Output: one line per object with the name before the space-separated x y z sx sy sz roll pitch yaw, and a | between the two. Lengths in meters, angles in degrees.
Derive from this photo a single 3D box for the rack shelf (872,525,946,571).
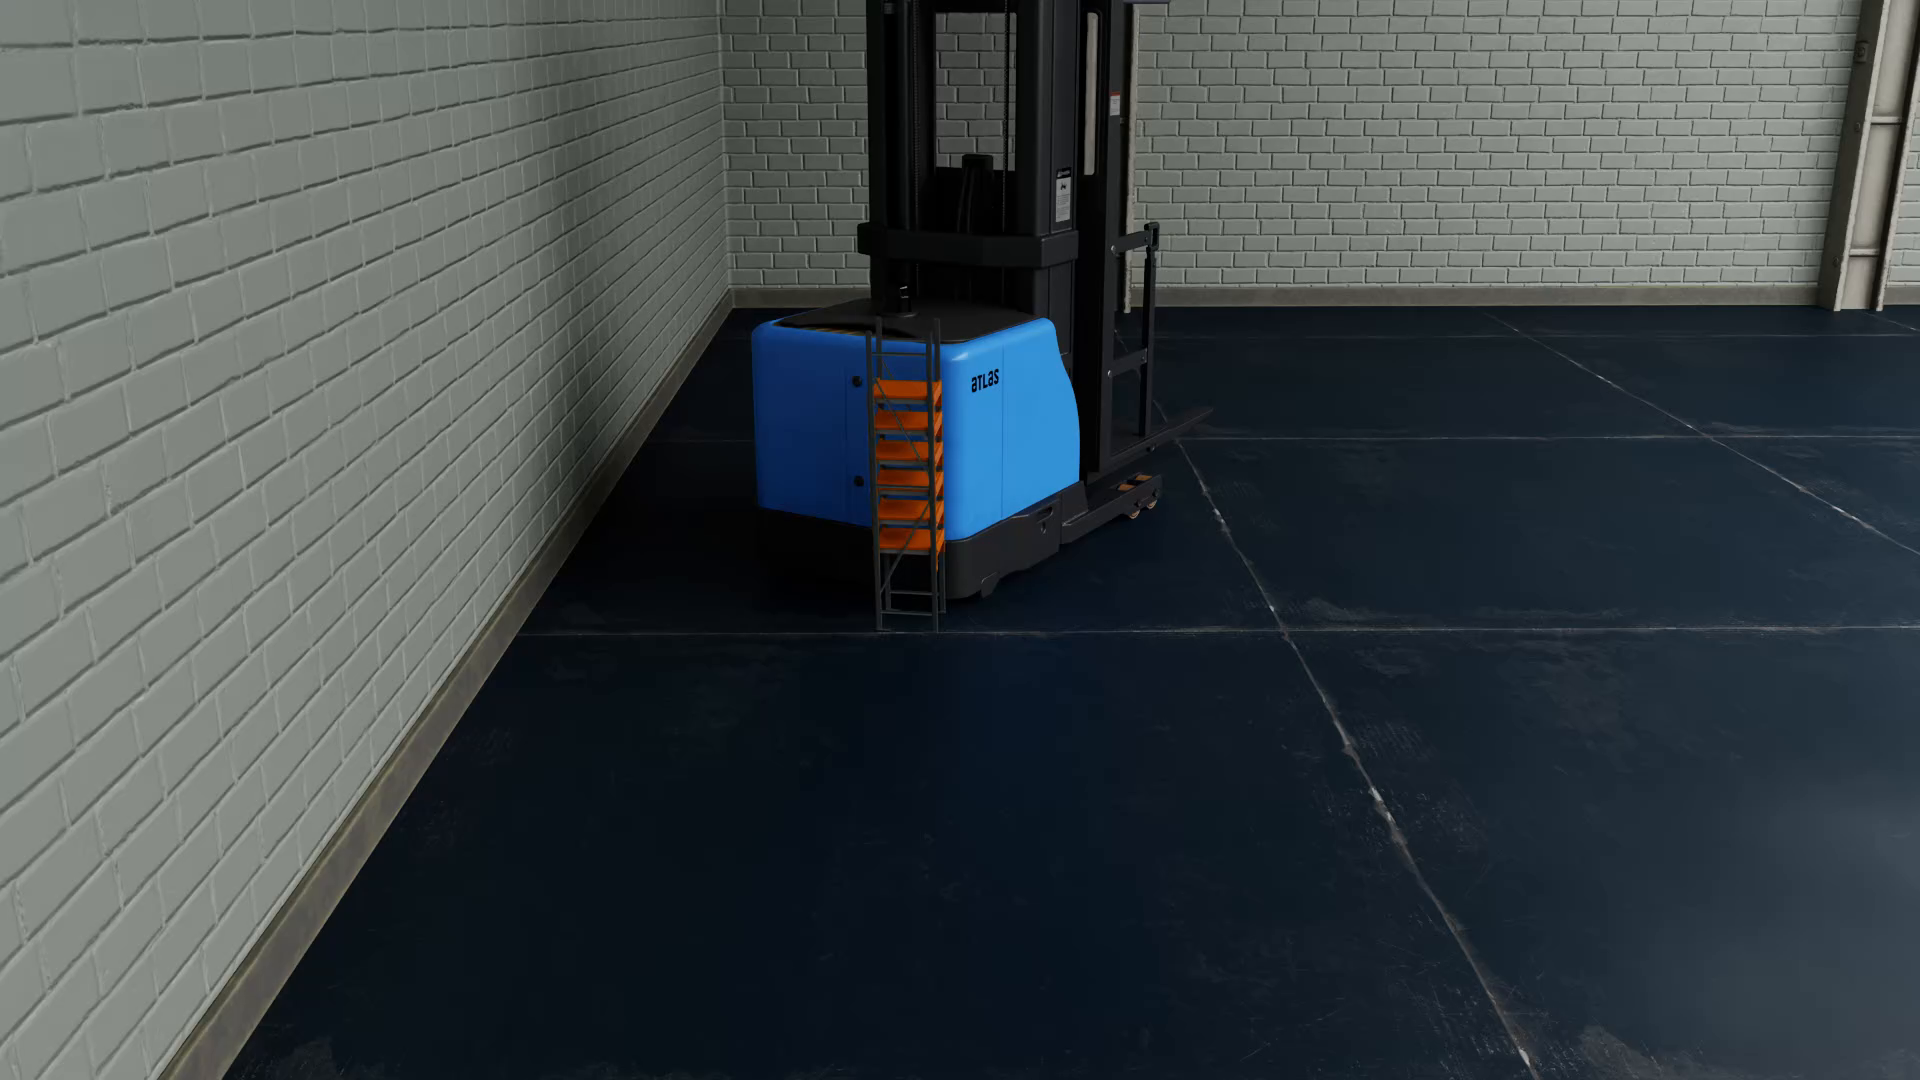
rack shelf | -0.195 0.031 6.393 0.258 0.103 0.180 3 23 8

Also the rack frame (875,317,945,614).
rack frame | -0.185 -0.267 6.364 0.240 1.200 0.006 3 23 8

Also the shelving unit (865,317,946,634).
shelving unit | -0.199 -0.231 6.281 0.258 1.200 0.189 3 23 8

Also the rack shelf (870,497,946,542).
rack shelf | -0.196 -0.080 6.346 0.258 0.103 0.180 3 23 8

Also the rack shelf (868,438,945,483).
rack shelf | -0.200 -0.300 6.251 0.258 0.103 0.180 3 23 8

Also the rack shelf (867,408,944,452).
rack shelf | -0.201 -0.410 6.204 0.258 0.103 0.180 3 23 8

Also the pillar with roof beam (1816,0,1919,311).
pillar with roof beam | 7.214 -4.842 7.909 0.400 9.000 9.100 0 18 -1

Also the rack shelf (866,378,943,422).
rack shelf | -0.203 -0.521 6.157 0.258 0.103 0.180 3 23 8

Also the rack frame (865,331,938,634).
rack frame | -0.212 -0.195 6.198 0.240 1.200 0.006 3 23 8

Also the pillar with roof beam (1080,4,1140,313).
pillar with roof beam | 1.215 -4.813 7.818 0.400 9.000 9.100 0 18 -1

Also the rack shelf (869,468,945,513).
rack shelf | -0.198 -0.190 6.299 0.258 0.103 0.180 3 23 8

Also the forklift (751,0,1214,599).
forklift | 0.319 -1.559 7.609 1.130 2.935 3.031 10 20 29
